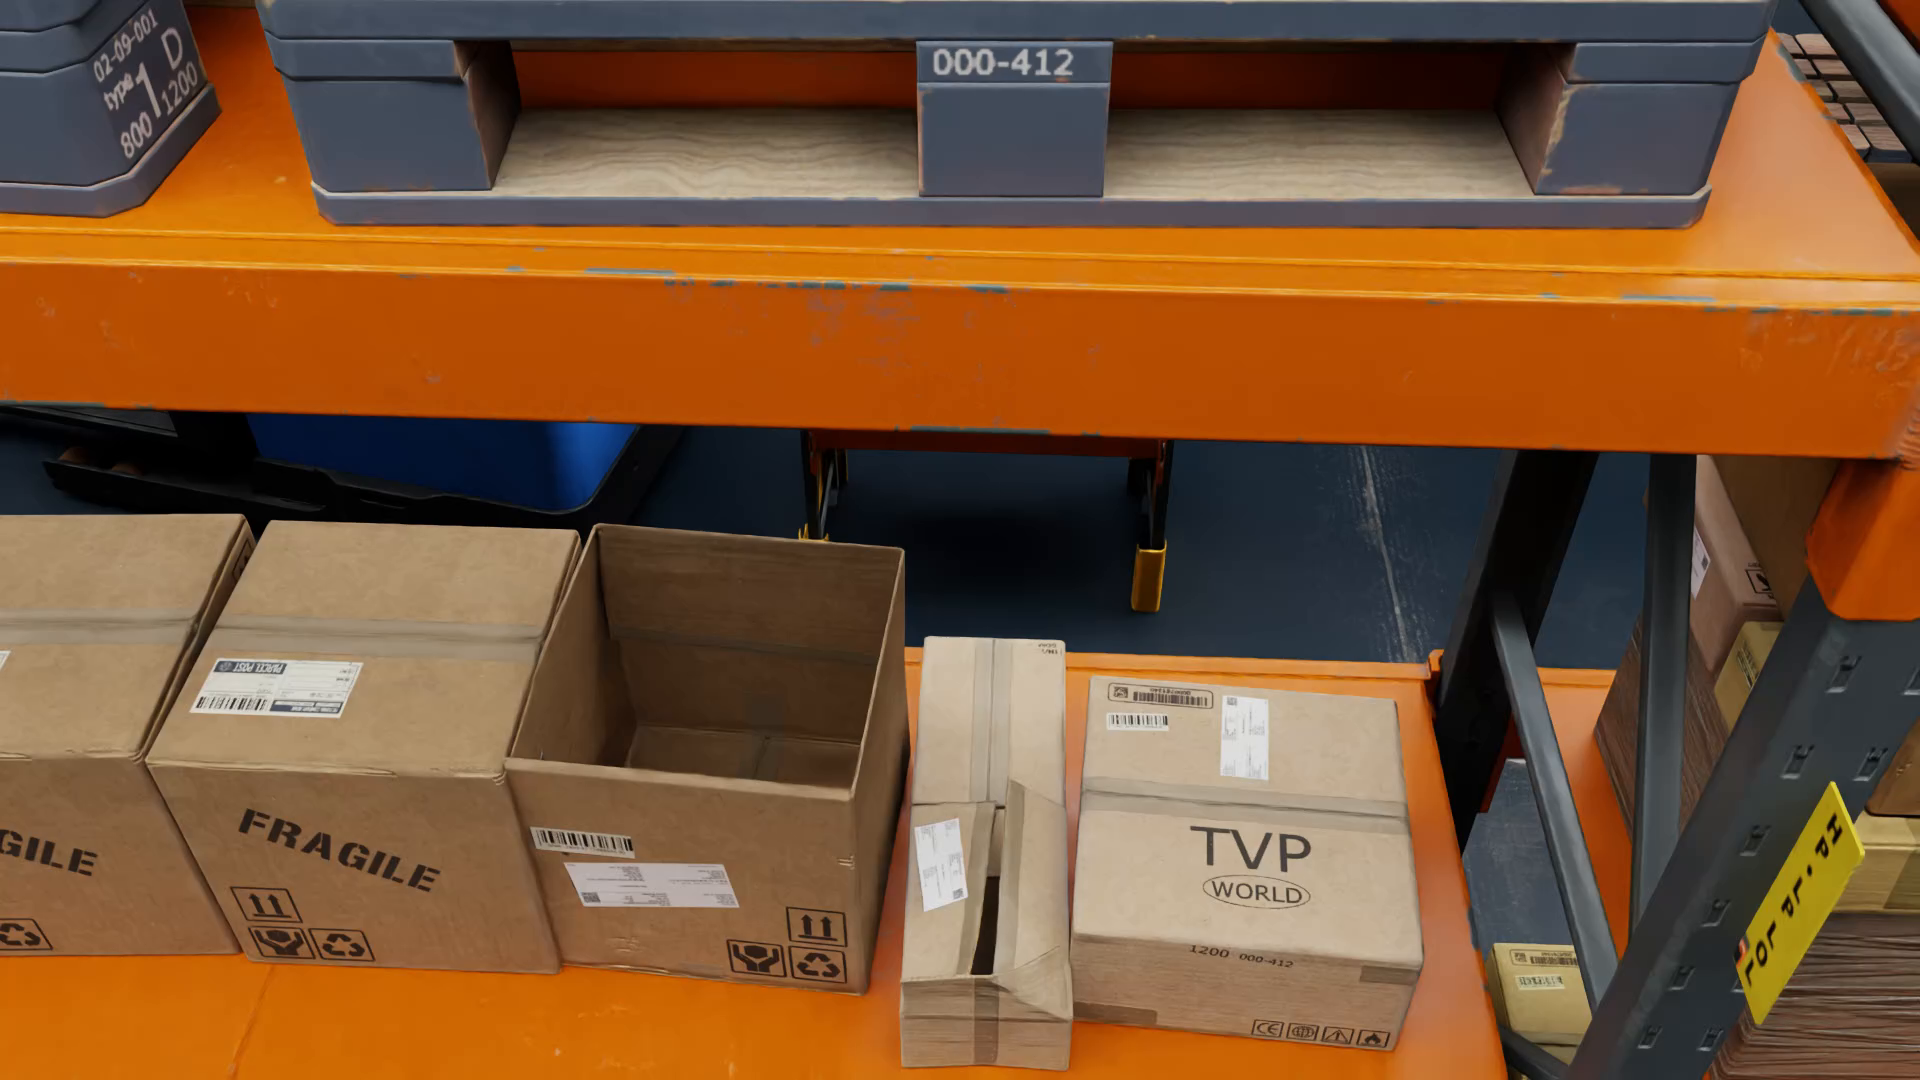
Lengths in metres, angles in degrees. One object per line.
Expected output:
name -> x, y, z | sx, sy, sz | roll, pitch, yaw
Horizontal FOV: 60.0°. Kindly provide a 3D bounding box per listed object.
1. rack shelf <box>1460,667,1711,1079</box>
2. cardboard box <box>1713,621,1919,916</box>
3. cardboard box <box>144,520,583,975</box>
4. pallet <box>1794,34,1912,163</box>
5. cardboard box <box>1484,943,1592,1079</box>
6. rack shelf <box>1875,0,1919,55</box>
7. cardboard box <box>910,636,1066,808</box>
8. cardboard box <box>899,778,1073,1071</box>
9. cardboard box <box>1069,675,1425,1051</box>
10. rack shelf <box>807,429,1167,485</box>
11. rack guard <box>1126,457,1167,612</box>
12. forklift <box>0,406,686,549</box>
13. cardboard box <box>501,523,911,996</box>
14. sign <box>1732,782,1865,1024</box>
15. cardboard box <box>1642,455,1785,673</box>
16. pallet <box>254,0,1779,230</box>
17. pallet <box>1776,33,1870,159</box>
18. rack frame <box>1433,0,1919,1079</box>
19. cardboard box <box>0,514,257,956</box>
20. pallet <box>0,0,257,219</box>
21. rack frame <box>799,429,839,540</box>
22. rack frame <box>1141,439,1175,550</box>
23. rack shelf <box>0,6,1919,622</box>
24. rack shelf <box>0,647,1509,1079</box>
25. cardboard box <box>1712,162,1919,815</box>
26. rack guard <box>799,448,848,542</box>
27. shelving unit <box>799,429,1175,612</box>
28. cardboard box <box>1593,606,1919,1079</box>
rack shelf -> 2.927, 0.752, 2.770 | 4.000, 0.370, 1.077 | 2, 43, 2
cardboard box -> 1.189, 0.293, 2.185 | 0.250, 0.149, 0.380 | 2, 43, 2
cardboard box -> -0.864, 0.324, 2.628 | 0.500, 0.500, 0.500 | 2, 43, 2
pallet -> 4.263, -1.801, 7.029 | 1.213, 0.211, 1.003 | 2, 43, 2
cardboard box -> 1.402, 1.145, 3.529 | 0.500, 0.250, 0.500 | 2, 43, 2
rack shelf -> 2.927, -0.346, 1.748 | 4.000, 0.370, 1.077 | 2, 43, 2
cardboard box -> 0.053, 0.353, 2.855 | 0.250, 0.149, 0.380 | 2, 43, 2
cardboard box -> 0.043, 0.574, 2.531 | 0.258, 0.266, 0.396 | 1, 43, 1
cardboard box -> 0.435, 0.497, 2.626 | 0.500, 0.250, 0.500 | 4, 43, 5
rack shelf -> 0.085, -0.415, 4.859 | 1.000, 0.185, 0.538 | 2, 43, 2
rack guard -> 0.574, -0.074, 5.146 | 0.087, 0.250, 0.587 | 2, 43, 2
forklift -> -2.437, -1.516, 4.727 | 3.031, 2.935, 1.130 | 10, 44, 11
cardboard box -> -0.363, 0.340, 2.611 | 0.500, 0.500, 0.500 | 5, 43, 5
sign -> 0.915, 0.402, 1.826 | 0.005, 0.325, 0.100 | 2, 43, 2
cardboard box -> 1.211, 0.016, 2.483 | 0.250, 0.149, 0.380 | 2, 43, 2
pallet -> 0.048, -0.619, 1.653 | 1.217, 0.209, 0.805 | 0, 43, 0
pallet -> 3.047, -1.841, 7.071 | 1.213, 0.211, 1.003 | 2, 43, 2
rack frame -> 0.929, 0.427, 2.591 | 0.127, 3.000, 1.000 | 2, 43, 2
cardboard box -> -1.390, 0.308, 2.645 | 0.500, 0.500, 0.500 | 0, 43, 0
pallet -> -1.267, -0.732, 1.773 | 1.213, 0.211, 1.003 | 4, 43, 4
rack frame -> -0.423, -0.562, 4.753 | 0.032, 1.500, 0.500 | 2, 43, 2
rack frame -> 0.593, -0.531, 4.719 | 0.032, 1.500, 0.500 | 2, 43, 2
rack shelf -> -1.069, -0.469, 1.879 | 4.000, 0.370, 1.077 | 2, 43, 2
rack shelf -> -1.069, 0.629, 2.902 | 4.000, 0.370, 1.077 | 2, 43, 2
cardboard box -> 1.373, -0.075, 2.104 | 0.500, 0.500, 0.700 | 2, 43, 2
rack guard -> -0.421, -0.104, 5.179 | 0.087, 0.250, 0.587 | 2, 43, 2
shelving unit -> 0.076, -0.546, 4.736 | 1.083, 1.500, 0.587 | 2, 43, 2
cardboard box -> 1.373, 0.400, 2.547 | 0.500, 0.500, 0.700 | 1, 43, 1
